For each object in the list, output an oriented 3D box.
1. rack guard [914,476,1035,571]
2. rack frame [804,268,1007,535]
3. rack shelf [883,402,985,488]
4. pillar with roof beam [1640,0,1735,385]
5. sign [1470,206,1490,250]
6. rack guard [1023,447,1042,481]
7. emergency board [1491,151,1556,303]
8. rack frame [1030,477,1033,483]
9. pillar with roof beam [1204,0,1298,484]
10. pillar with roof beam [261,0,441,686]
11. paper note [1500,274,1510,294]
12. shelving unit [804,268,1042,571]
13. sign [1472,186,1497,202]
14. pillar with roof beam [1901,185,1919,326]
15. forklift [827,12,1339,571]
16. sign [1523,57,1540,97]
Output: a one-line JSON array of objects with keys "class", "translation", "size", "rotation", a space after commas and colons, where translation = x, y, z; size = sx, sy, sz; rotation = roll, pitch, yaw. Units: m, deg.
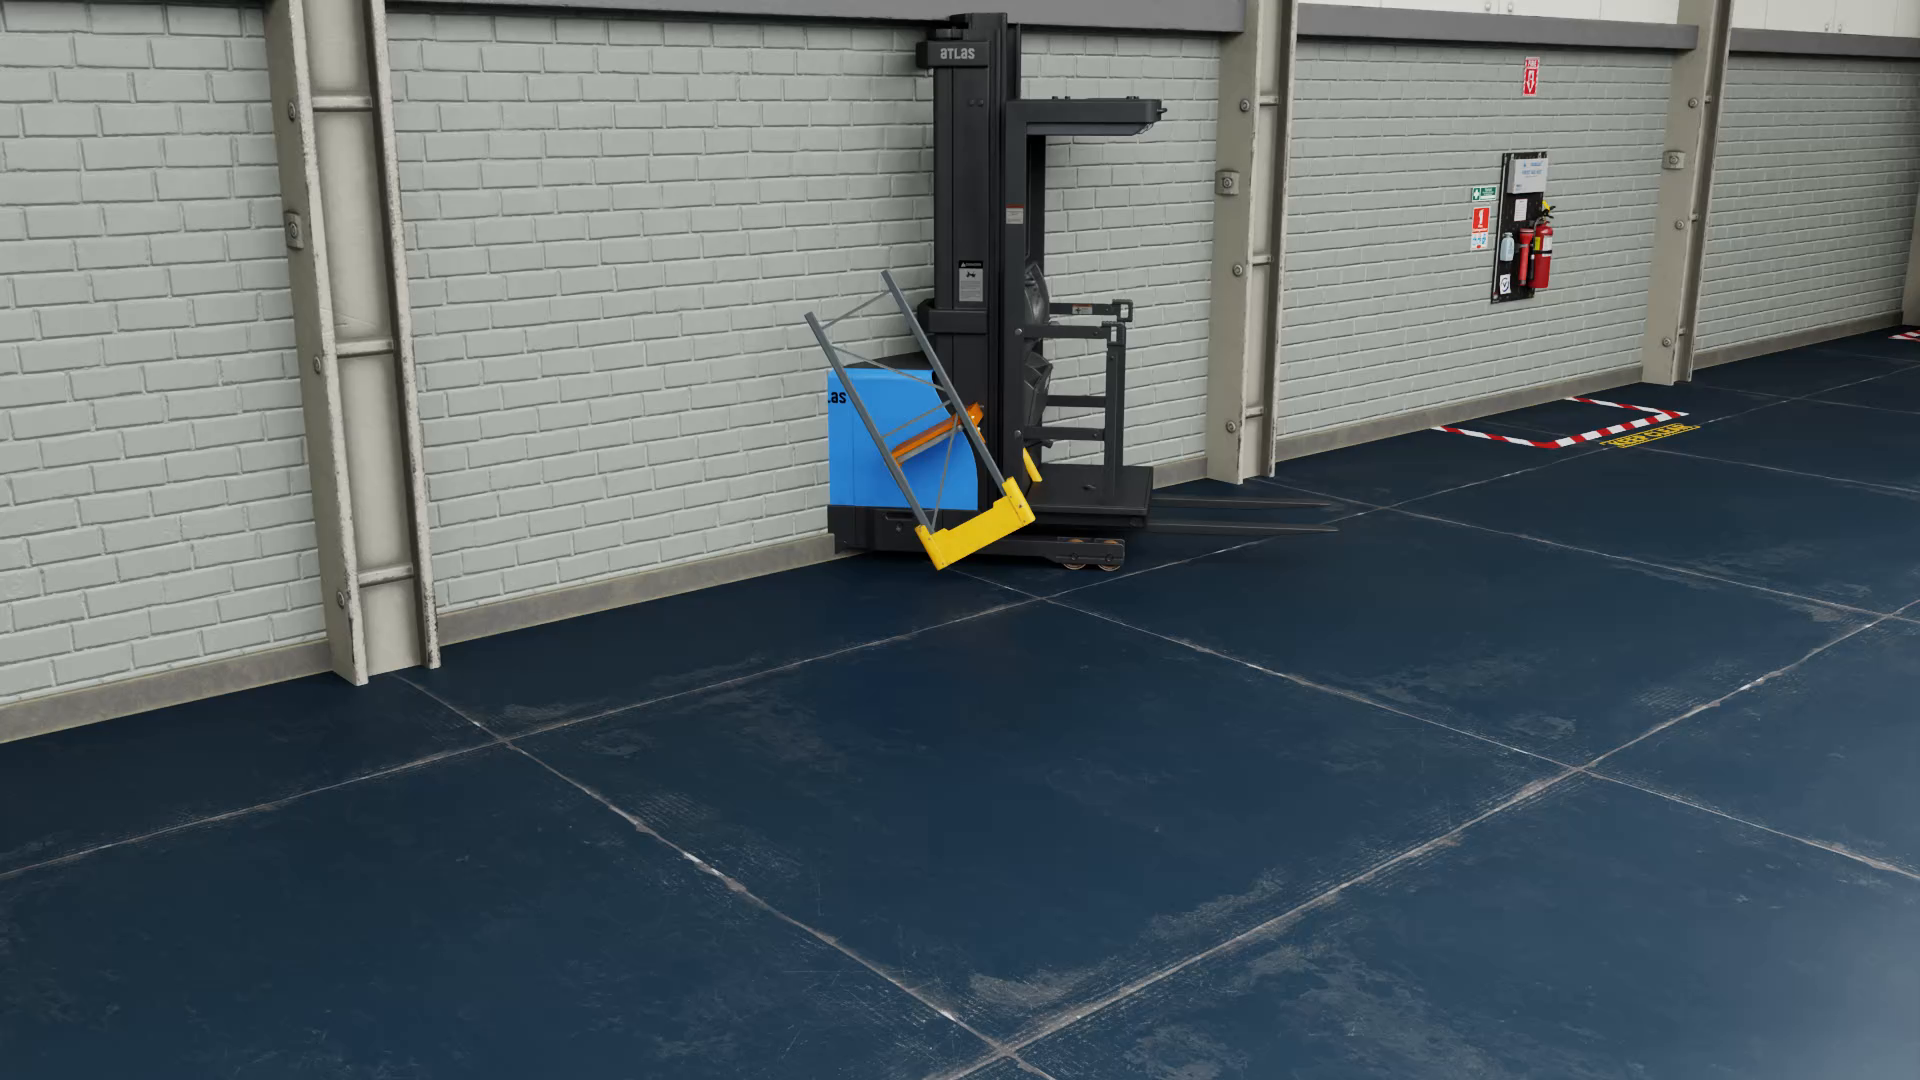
[{"class": "rack guard", "translation": [0.078, -0.086, 8.733], "size": [0.587, 0.250, 0.087], "rotation": [-27, 8, 11]}, {"class": "rack frame", "translation": [-0.224, -0.623, 8.629], "size": [0.500, 1.500, 0.032], "rotation": [-27, 8, 11]}, {"class": "rack shelf", "translation": [-0.087, -0.573, 9.148], "size": [0.538, 0.185, 1.000], "rotation": [-27, 8, 11]}, {"class": "pillar with roof beam", "translation": [9.262, -4.962, 10.889], "size": [0.400, 9.000, 9.100], "rotation": [-13, 19, -39]}, {"class": "sign", "translation": [4.062, -2.434, 12.981], "size": [0.234, 0.329, 0.001], "rotation": [-13, 19, -39]}, {"class": "rack guard", "translation": [0.177, -0.293, 9.702], "size": [0.587, 0.250, 0.087], "rotation": [-27, 8, 11]}, {"class": "emergency board", "translation": [4.547, -2.490, 13.261], "size": [0.643, 1.169, 0.194], "rotation": [-13, 19, -39]}, {"class": "rack frame", "translation": [-0.123, -0.835, 9.618], "size": [0.500, 1.500, 0.032], "rotation": [-27, 8, 11]}, {"class": "pillar with roof beam", "translation": [4.736, -3.945, 7.083], "size": [0.400, 9.000, 9.100], "rotation": [-13, 19, -39]}, {"class": "pillar with roof beam", "translation": [0.209, -2.929, 3.278], "size": [0.400, 9.000, 9.100], "rotation": [-13, 19, -39]}, {"class": "paper note", "translation": [4.368, -2.048, 13.313], "size": [0.142, 0.148, 0.016], "rotation": [-13, 19, -39]}, {"class": "shelving unit", "translation": [-0.173, -0.731, 9.132], "size": [0.587, 1.500, 1.083], "rotation": [-27, 8, 11]}, {"class": "sign", "translation": [4.071, -2.689, 12.909], "size": [0.331, 0.109, 0.001], "rotation": [-13, 19, -39]}, {"class": "pillar with roof beam", "translation": [13.788, -5.978, 14.694], "size": [0.400, 9.000, 9.100], "rotation": [-13, 19, -39]}, {"class": "forklift", "translation": [0.617, -1.393, 9.285], "size": [3.031, 2.935, 1.130], "rotation": [2, 15, 8]}, {"class": "sign", "translation": [4.475, -3.628, 13.029], "size": [0.199, 0.298, 0.001], "rotation": [-13, 19, -39]}]
